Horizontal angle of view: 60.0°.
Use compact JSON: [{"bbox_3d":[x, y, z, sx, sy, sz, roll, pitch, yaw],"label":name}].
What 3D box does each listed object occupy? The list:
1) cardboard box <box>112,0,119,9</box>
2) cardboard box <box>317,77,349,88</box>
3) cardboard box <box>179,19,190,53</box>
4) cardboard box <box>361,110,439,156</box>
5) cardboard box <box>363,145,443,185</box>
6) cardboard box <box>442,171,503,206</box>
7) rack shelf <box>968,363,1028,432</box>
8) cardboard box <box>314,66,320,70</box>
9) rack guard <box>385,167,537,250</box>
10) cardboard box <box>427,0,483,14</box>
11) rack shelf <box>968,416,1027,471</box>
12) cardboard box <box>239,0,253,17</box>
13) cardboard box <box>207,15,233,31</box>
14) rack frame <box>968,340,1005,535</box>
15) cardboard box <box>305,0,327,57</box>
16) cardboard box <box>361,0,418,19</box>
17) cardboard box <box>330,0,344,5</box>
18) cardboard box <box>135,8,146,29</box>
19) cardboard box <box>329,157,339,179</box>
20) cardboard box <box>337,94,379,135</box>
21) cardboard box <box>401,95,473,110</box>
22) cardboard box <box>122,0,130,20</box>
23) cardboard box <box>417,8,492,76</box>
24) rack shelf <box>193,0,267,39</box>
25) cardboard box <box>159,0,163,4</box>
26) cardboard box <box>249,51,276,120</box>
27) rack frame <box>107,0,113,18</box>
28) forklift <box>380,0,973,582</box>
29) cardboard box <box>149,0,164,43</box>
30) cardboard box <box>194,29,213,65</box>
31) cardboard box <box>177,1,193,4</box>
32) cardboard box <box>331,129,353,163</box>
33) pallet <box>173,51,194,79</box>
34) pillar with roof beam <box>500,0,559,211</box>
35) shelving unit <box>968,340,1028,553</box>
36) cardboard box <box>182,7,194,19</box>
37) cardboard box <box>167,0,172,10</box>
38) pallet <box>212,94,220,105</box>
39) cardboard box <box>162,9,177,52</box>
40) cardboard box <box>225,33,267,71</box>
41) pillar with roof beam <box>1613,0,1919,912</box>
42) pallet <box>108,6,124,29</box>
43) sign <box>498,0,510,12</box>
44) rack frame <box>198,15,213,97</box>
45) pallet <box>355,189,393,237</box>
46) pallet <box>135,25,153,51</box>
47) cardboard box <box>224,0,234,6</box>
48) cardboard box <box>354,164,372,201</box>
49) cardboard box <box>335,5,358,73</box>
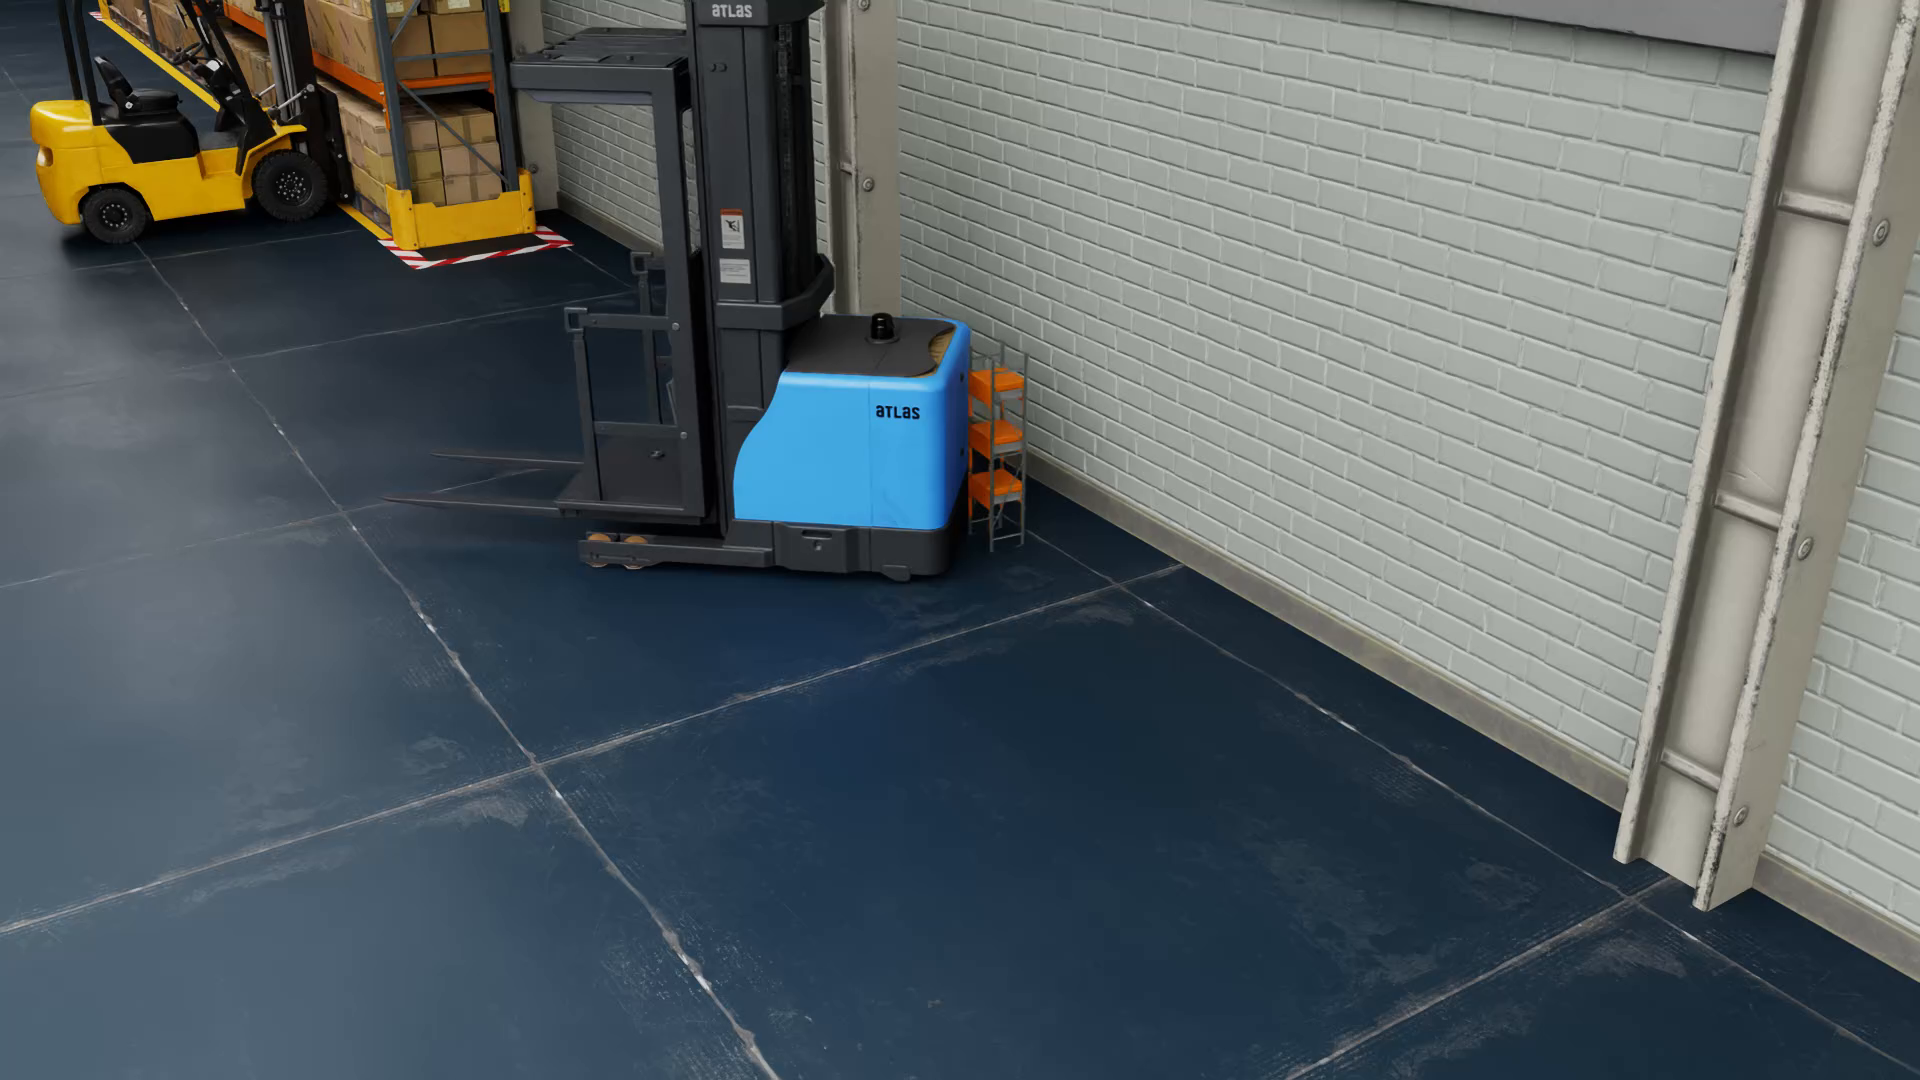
[{"bbox_3d":[-12.725,-8.510,25.696,0.797,0.503,0.637,-17,30,-32],"label":"cardboard box"},{"bbox_3d":[-5.876,-4.190,15.670,0.500,0.250,0.500,-14,29,-28],"label":"cardboard box"},{"bbox_3d":[-9.576,-6.357,21.139,0.500,0.500,0.500,-14,29,-27],"label":"cardboard box"},{"bbox_3d":[-4.758,-3.458,14.119,0.500,0.250,0.500,-14,29,-28],"label":"cardboard box"},{"bbox_3d":[-4.773,-3.241,14.245,0.500,0.250,0.500,-16,30,-30],"label":"cardboard box"},{"bbox_3d":[-4.350,-3.135,14.606,0.500,0.250,0.500,-15,29,-29],"label":"cardboard box"},{"bbox_3d":[0.190,-0.721,8.407,0.215,0.259,0.240,-12,28,-24],"label":"rack shelf"},{"bbox_3d":[-6.428,-4.551,16.433,0.500,0.250,0.500,-16,30,-30],"label":"cardboard box"},{"bbox_3d":[-4.232,-2.828,14.156,1.175,0.500,0.348,-16,29,-30],"label":"rack guard"},{"bbox_3d":[-4.213,-4.488,13.865,0.380,0.149,0.250,-16,30,-31],"label":"cardboard box"},{"bbox_3d":[0.190,-0.464,8.528,0.215,0.259,0.240,-12,28,-24],"label":"rack shelf"},{"bbox_3d":[-7.202,-5.628,17.334,0.500,0.250,0.500,-16,29,-30],"label":"cardboard box"},{"bbox_3d":[-9.094,-6.299,20.256,0.380,0.149,0.250,-17,30,-32],"label":"cardboard box"},{"bbox_3d":[0.135,-0.520,8.622,0.200,1.050,0.008,-12,28,-24],"label":"rack frame"},{"bbox_3d":[-5.573,-4.676,15.023,0.500,0.500,0.500,-15,29,-29],"label":"cardboard box"},{"bbox_3d":[-4.669,-4.365,13.605,0.380,0.149,0.250,-15,29,-29],"label":"cardboard box"},{"bbox_3d":[-5.235,-4.732,14.383,0.380,0.149,0.250,-17,30,-31],"label":"cardboard box"},{"bbox_3d":[-11.541,-7.471,23.774,0.396,0.266,0.258,-14,29,-28],"label":"cardboard box"},{"bbox_3d":[-5.598,-3.550,15.485,0.500,0.250,0.500,-15,29,-28],"label":"cardboard box"},{"bbox_3d":[-5.325,-3.817,14.880,0.500,0.250,0.500,-15,29,-29],"label":"cardboard box"},{"bbox_3d":[-4.625,-3.760,14.759,0.500,0.250,0.500,-15,29,-29],"label":"cardboard box"},{"bbox_3d":[-12.086,-7.982,24.580,0.500,0.500,0.500,-15,29,-29],"label":"cardboard box"},{"bbox_3d":[-4.283,-4.254,14.131,0.500,0.500,0.500,-14,29,-28],"label":"cardboard box"},{"bbox_3d":[-7.521,-5.788,18.340,1.077,0.370,4.000,-16,29,-30],"label":"rack shelf"},{"bbox_3d":[-10.607,-7.341,22.463,0.380,0.149,0.250,-16,30,-31],"label":"cardboard box"},{"bbox_3d":[-7.140,-4.977,18.070,0.875,0.625,0.625,-16,30,-30],"label":"cardboard box"},{"bbox_3d":[-12.980,-9.690,25.763,1.000,3.000,0.127,-16,29,-30],"label":"rack frame"},{"bbox_3d":[-1.491,-1.393,8.268,3.031,2.935,1.130,4,25,7],"label":"forklift"},{"bbox_3d":[-10.721,-7.093,22.699,0.500,0.500,0.500,-14,29,-27],"label":"cardboard box"},{"bbox_3d":[-9.023,-5.989,20.360,0.500,0.500,0.500,-15,29,-28],"label":"cardboard box"},{"bbox_3d":[-9.886,-6.880,21.486,0.380,0.149,0.250,-15,29,-29],"label":"cardboard box"},{"bbox_3d":[-5.337,-3.603,15.011,0.500,0.250,0.500,-16,30,-31],"label":"cardboard box"},{"bbox_3d":[-9.650,-6.279,21.805,1.003,0.211,1.213,-16,29,-30],"label":"pallet"},{"bbox_3d":[-7.477,-6.136,11.207,9.100,9.000,0.400,-16,29,-30],"label":"pillar with roof beam"},{"bbox_3d":[0.190,-0.474,8.524,0.215,1.050,0.252,-12,28,-24],"label":"shelving unit"},{"bbox_3d":[-9.619,-6.688,21.080,0.380,0.149,0.250,-16,30,-30],"label":"cardboard box"},{"bbox_3d":[-10.191,-7.059,21.865,0.380,0.149,0.250,-16,29,-30],"label":"cardboard box"},{"bbox_3d":[-8.196,-5.264,19.654,1.003,0.211,1.213,-16,29,-30],"label":"pallet"},{"bbox_3d":[-10.153,-6.726,21.920,0.500,0.500,0.500,-17,30,-31],"label":"cardboard box"},{"bbox_3d":[-7.920,-5.487,19.148,0.875,0.625,0.625,-14,29,-28],"label":"cardboard box"},{"bbox_3d":[-0.926,-1.844,2.115,9.100,9.000,0.400,-16,29,-30],"label":"pillar with roof beam"},{"bbox_3d":[-12.502,-8.117,25.697,1.003,0.211,1.213,-16,29,-30],"label":"pallet"},{"bbox_3d":[-3.777,-4.522,13.708,0.100,0.325,0.005,-16,29,-30],"label":"sign"},{"bbox_3d":[-8.612,-6.829,19.702,1.000,3.000,0.127,-16,29,-30],"label":"rack frame"},{"bbox_3d":[-4.698,-2.970,14.794,1.003,0.211,1.213,-16,29,-30],"label":"pallet"},{"bbox_3d":[-11.170,-7.244,23.848,1.003,0.211,1.213,-16,29,-30],"label":"pallet"},{"bbox_3d":[-7.736,-5.996,18.113,0.500,0.250,0.500,-14,29,-28],"label":"cardboard box"},{"bbox_3d":[-5.030,-3.188,14.719,0.500,0.250,0.500,-16,29,-30],"label":"cardboard box"},{"bbox_3d":[-5.009,-4.315,14.260,0.500,0.500,0.500,-15,29,-28],"label":"cardboard box"}]
